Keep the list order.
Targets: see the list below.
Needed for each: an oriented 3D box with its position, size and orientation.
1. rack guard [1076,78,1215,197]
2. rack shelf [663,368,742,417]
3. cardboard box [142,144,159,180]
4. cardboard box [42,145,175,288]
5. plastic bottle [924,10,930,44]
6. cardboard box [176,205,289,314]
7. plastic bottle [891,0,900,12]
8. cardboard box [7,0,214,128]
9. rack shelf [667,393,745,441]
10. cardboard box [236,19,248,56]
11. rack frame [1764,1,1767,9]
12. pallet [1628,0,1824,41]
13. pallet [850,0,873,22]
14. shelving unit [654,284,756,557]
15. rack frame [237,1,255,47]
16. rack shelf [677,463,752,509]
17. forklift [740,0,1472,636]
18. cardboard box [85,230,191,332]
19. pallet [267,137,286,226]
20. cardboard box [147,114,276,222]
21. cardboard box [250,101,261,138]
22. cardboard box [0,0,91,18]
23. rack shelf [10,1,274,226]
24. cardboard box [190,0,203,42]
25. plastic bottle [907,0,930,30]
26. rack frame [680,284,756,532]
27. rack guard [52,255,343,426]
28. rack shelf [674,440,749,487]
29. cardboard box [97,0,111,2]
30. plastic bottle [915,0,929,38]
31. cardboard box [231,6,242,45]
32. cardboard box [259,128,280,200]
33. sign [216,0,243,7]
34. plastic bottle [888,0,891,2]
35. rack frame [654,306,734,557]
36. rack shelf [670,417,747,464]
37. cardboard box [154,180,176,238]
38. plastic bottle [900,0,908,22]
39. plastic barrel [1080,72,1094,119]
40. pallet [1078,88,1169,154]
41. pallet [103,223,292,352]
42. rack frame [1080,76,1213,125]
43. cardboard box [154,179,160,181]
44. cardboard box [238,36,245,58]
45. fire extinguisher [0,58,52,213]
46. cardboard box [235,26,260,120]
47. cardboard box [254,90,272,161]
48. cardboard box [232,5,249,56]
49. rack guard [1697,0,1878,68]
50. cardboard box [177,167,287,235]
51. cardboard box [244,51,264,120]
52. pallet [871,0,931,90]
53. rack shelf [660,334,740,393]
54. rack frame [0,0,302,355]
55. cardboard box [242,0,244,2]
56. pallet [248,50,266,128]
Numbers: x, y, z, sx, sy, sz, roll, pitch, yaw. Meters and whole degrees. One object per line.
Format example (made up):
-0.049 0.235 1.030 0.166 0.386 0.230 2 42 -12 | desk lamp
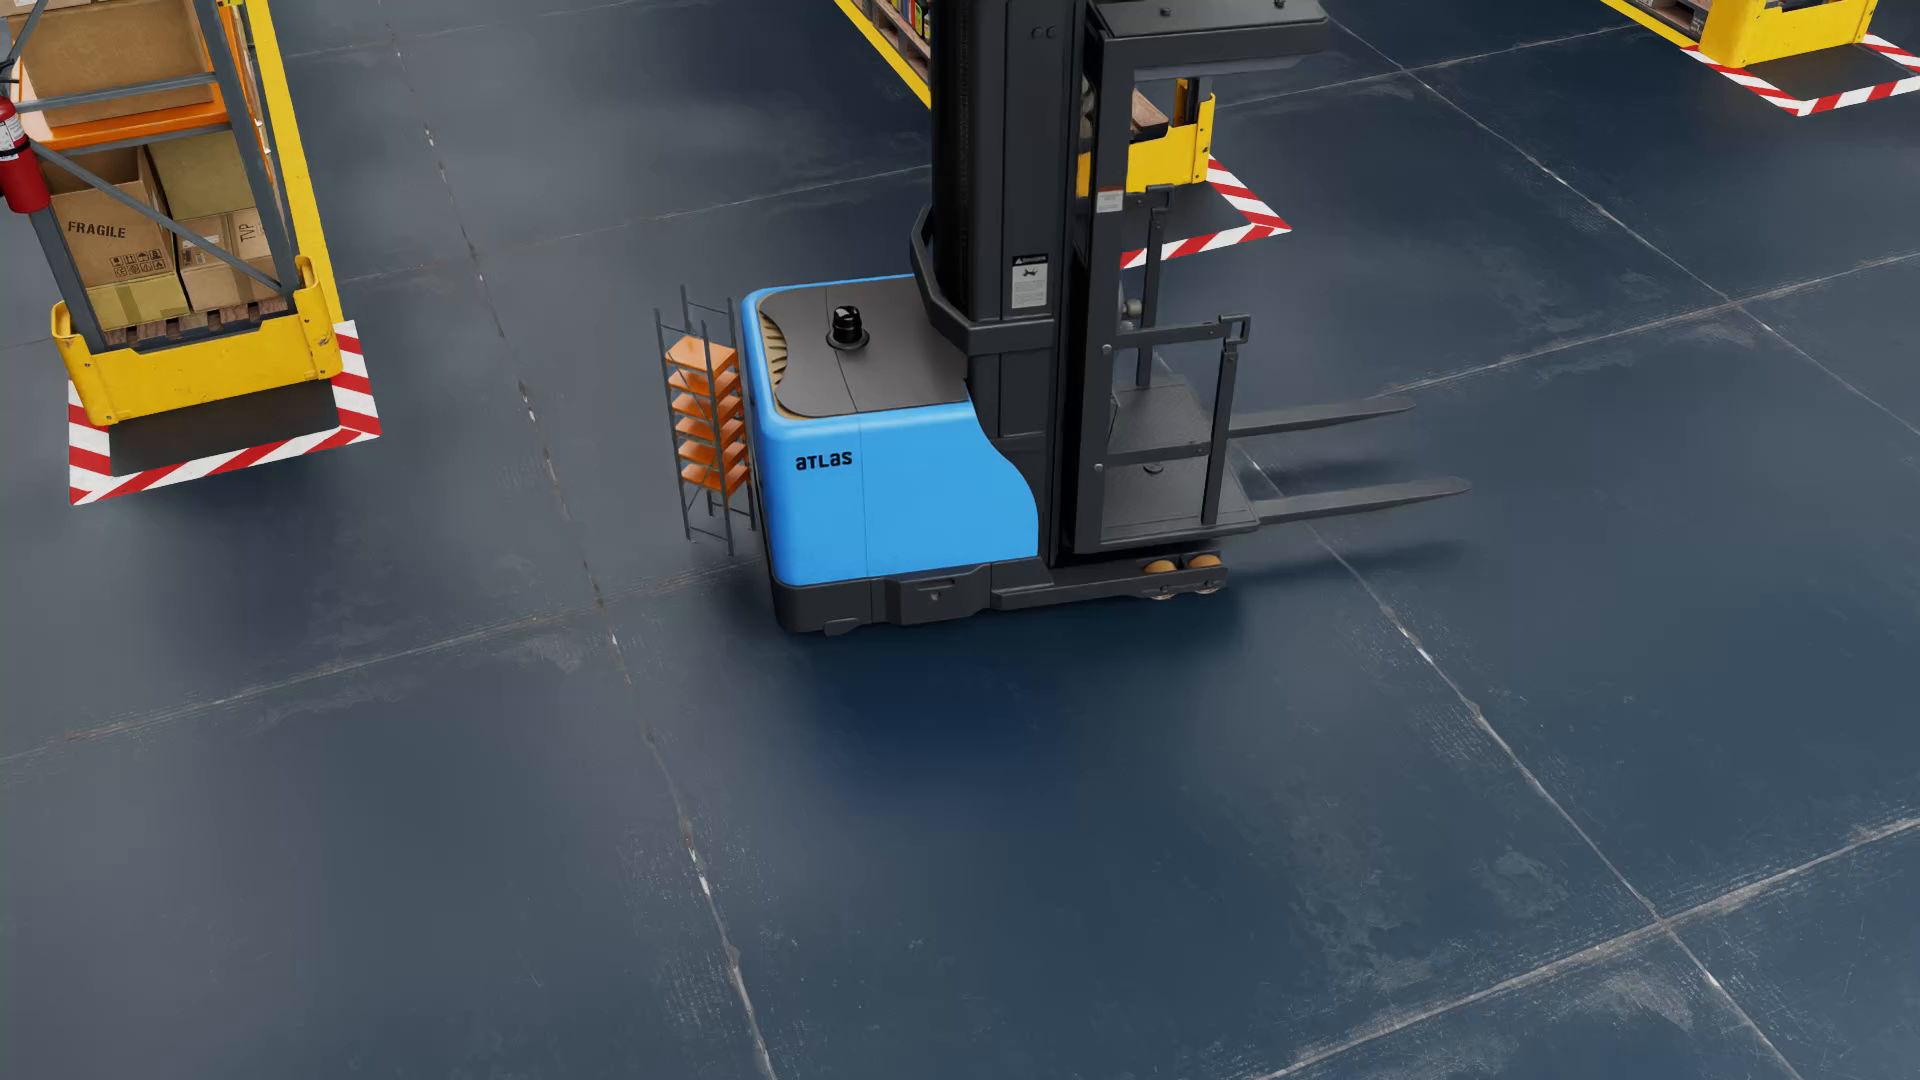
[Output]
0.856 -2.247 9.480 1.175 0.500 0.348 -15 43 -17 | rack guard
-1.043 -0.621 6.752 0.258 0.103 0.180 18 44 19 | rack shelf
-4.525 -2.176 8.692 0.500 0.500 0.500 -15 43 -17 | cardboard box
-4.129 -1.577 7.995 0.500 0.500 0.500 -15 43 -17 | cardboard box
-0.179 -3.264 10.554 0.097 0.201 0.097 0 41 0 | plastic bottle
-3.649 -1.423 8.391 0.500 0.250 0.500 -15 43 -17 | cardboard box
-0.370 -3.661 10.901 0.144 0.351 0.185 -13 42 -15 | plastic bottle
-3.816 -2.250 7.489 0.700 0.500 0.500 -15 43 -17 | cardboard box
-1.043 -0.530 6.830 0.258 0.103 0.180 18 44 19 | rack shelf
-4.618 -2.925 10.138 0.500 0.250 0.500 -15 43 -17 | cardboard box
5.505 -4.397 10.062 1.000 3.000 0.127 -15 43 -17 | rack frame
5.198 -3.883 11.604 1.003 0.211 1.213 -15 43 -17 | pallet
-0.383 -4.098 11.854 1.003 0.211 1.213 -15 43 -17 | pallet
-1.043 -0.473 6.879 0.258 1.200 0.189 18 44 19 | shelving unit
-5.180 -4.337 9.993 1.000 3.000 0.127 -15 43 -17 | rack frame
-1.043 -0.257 7.065 0.258 0.103 0.180 18 44 19 | rack shelf
0.660 -1.194 6.391 3.031 2.935 1.130 -7 41 -8 | forklift
-4.127 -1.294 8.240 0.500 0.250 0.500 -15 43 -17 | cardboard box
-4.443 -2.054 9.477 1.003 0.211 1.213 -15 43 -17 | pallet
-3.842 -2.008 8.496 0.500 0.500 0.500 -15 43 -17 | cardboard box
-4.045 -2.306 8.842 0.500 0.500 0.500 -15 43 -17 | cardboard box
-3.971 -2.394 7.159 0.380 0.149 0.250 -16 43 -18 | cardboard box
-4.414 -2.860 8.826 1.077 0.370 4.000 -15 43 -17 | rack shelf
-4.021 -2.565 7.856 0.700 0.500 0.500 -14 43 -16 | cardboard box
-0.250 -3.451 10.714 0.152 0.276 0.135 -15 43 -17 | plastic bottle
-1.002 -0.526 6.942 0.240 1.200 0.006 18 44 19 | rack frame
-3.640 -0.965 7.989 1.175 0.500 0.348 -15 43 -17 | rack guard
-1.043 -0.348 6.986 0.258 0.103 0.180 18 44 19 | rack shelf
-3.600 -2.501 7.284 0.380 0.149 0.250 -15 43 -17 | cardboard box
-0.240 -3.361 10.603 0.061 0.283 0.133 -14 43 -16 | plastic bottle
-4.620 -3.209 9.893 0.500 0.500 0.500 -15 43 -17 | cardboard box
-4.034 -2.024 9.090 0.500 0.250 0.500 -15 43 -17 | cardboard box
-3.134 -2.421 7.040 0.100 0.325 0.005 -15 43 -17 | sign
-0.441 -3.773 11.032 0.144 0.351 0.185 -15 43 -17 | plastic bottle
-1.083 -0.419 6.817 0.240 1.200 0.006 18 44 19 | rack frame
-1.043 -0.439 6.908 0.258 0.103 0.180 18 44 19 | rack shelf
-4.330 -1.592 8.587 0.500 0.250 0.500 -15 43 -17 | cardboard box
-0.303 -3.534 10.811 0.152 0.276 0.135 -16 43 -18 | plastic bottle
0.606 -2.754 9.738 0.421 0.512 0.421 0 41 0 | plastic barrel
0.550 -2.628 10.145 1.003 0.211 1.213 -15 43 -17 | pallet
-3.980 -1.321 8.624 1.003 0.211 1.213 -15 43 -17 | pallet
0.929 -3.161 8.625 1.000 3.000 0.127 -15 43 -17 | rack frame
-4.523 -1.892 8.937 0.500 0.250 0.500 -15 43 -17 | cardboard box
-4.425 -2.909 9.544 0.500 0.500 0.500 -15 43 -17 | cardboard box
-4.033 -1.711 6.999 0.296 0.674 0.183 -15 43 -17 | fire extinguisher
-4.220 -2.611 9.198 0.500 0.500 0.500 -15 43 -17 | cardboard box
-4.221 -2.327 9.442 0.500 0.250 0.500 -15 43 -17 | cardboard box
-4.800 -3.229 10.491 0.500 0.250 0.500 -15 43 -17 | cardboard box
5.476 -3.495 10.930 1.175 0.500 0.348 -15 43 -17 | rack guard
-3.843 -1.723 8.740 0.500 0.250 0.500 -15 43 -17 | cardboard box
-4.413 -2.628 9.792 0.500 0.250 0.500 -15 43 -17 | cardboard box
0.087 -3.362 10.998 1.003 0.211 1.213 -15 43 -17 | pallet
-1.043 -0.712 6.673 0.258 0.103 0.180 18 44 19 | rack shelf
-3.649 -1.928 7.191 1.000 3.000 0.127 -15 43 -17 | rack frame
-5.105 -3.759 11.107 0.500 0.250 0.500 -16 43 -18 | cardboard box
-4.914 -2.790 10.333 1.003 0.211 1.213 -15 43 -17 | pallet
